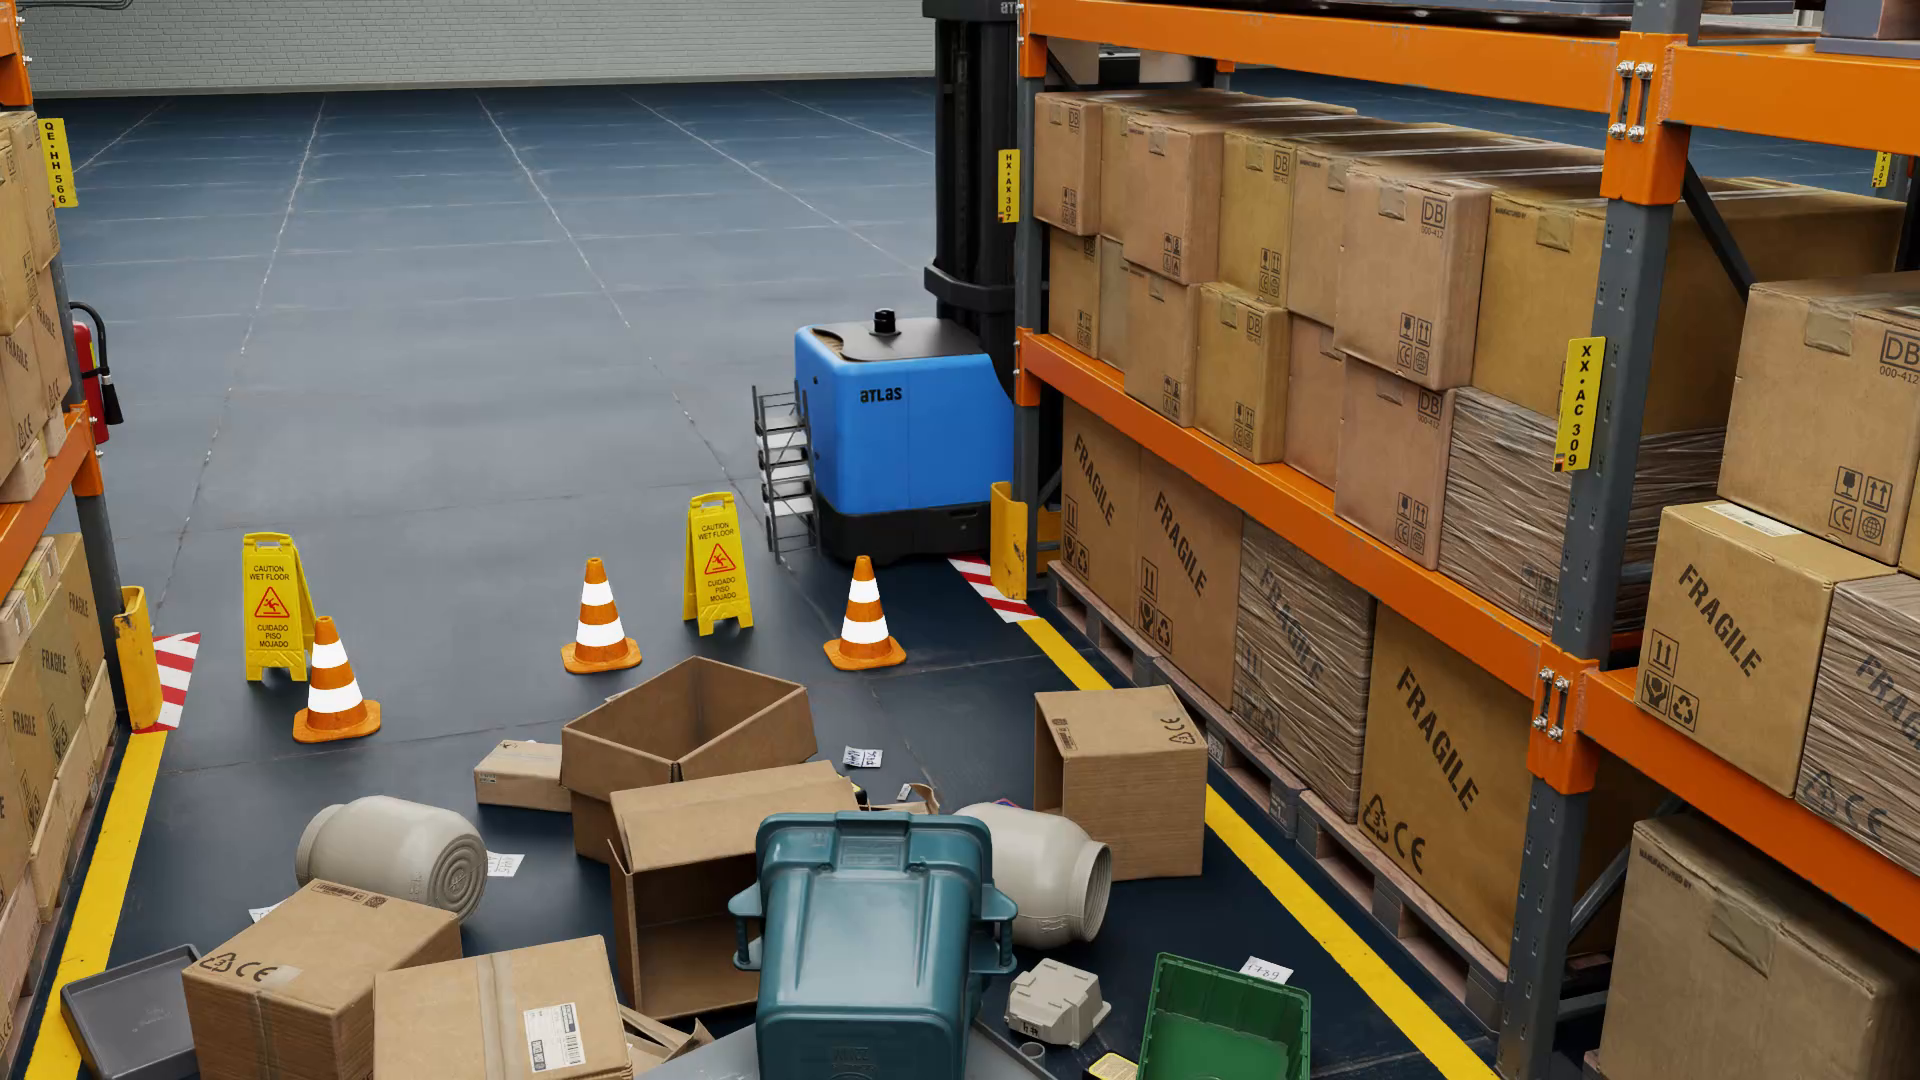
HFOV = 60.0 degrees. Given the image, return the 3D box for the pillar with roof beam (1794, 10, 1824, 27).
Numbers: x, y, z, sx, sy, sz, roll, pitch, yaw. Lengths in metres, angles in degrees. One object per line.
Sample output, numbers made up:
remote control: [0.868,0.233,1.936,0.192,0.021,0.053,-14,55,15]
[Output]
pillar with roof beam: [10.895,-11.305,27.077,9.100,9.000,0.400,-6,21,-17]

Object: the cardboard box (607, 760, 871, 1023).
cardboard box: [-0.659,1.042,5.071,0.797,0.637,0.503,-6,21,-17]

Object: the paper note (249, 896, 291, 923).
paper note: [-2.239,1.227,5.456,0.142,0.019,0.148,-15,25,-36]

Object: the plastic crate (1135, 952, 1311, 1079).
plastic crate: [0.710,1.442,4.540,0.450,0.188,0.662,13,22,7]

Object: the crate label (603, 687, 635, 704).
crate label: [-1.304,0.704,6.755,0.298,0.136,0.250,17,26,39]

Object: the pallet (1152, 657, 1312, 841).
pallet: [1.457,0.730,6.572,1.003,0.211,1.213,-6,21,-17]

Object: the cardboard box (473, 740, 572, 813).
cardboard box: [-1.587,0.884,6.235,0.380,0.149,0.250,4,20,11]

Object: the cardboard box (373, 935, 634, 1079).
cardboard box: [-0.979,1.242,3.600,0.500,0.500,0.500,-6,21,-17]

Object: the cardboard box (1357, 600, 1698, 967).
cardboard box: [1.877,0.655,5.177,0.875,0.875,0.875,-6,21,-16]

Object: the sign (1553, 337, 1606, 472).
sign: [1.482,-0.323,3.981,0.100,0.325,0.005,-6,21,-17]

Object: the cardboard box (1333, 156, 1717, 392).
cardboard box: [1.642,-0.803,4.895,0.875,0.550,0.550,-6,21,-17]

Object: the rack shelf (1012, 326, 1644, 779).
rack shelf: [1.380,-0.241,6.215,1.077,0.370,4.000,-6,21,-17]

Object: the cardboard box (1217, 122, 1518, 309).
cardboard box: [1.429,-1.160,5.890,0.875,0.550,0.500,-6,21,-17]

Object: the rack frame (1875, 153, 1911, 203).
rack frame: [5.492,-1.716,9.257,1.000,3.000,0.127,-6,21,-17]

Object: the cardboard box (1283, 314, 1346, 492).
cardboard box: [1.629,-0.486,5.609,0.875,0.550,0.550,-6,21,-17]

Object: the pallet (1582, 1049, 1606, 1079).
pallet: [2.322,1.614,4.111,1.003,0.211,1.213,-6,21,-17]

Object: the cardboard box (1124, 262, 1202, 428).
cardboard box: [1.161,-0.811,6.514,0.875,0.550,0.550,-6,21,-17]

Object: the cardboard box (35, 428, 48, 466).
cardboard box: [-3.350,-0.294,5.668,0.380,0.149,0.250,-7,21,-18]

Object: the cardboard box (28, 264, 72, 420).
cardboard box: [-3.484,-0.705,5.855,0.500,0.500,0.500,-7,21,-18]

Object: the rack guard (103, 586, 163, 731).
rack guard: [-3.892,0.538,6.680,1.175,0.500,0.348,-6,21,-17]

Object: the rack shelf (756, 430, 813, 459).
rack shelf: [-0.895,-0.482,8.472,0.258,0.077,0.200,-9,21,-15]

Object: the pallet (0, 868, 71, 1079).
pallet: [-3.291,1.329,4.905,1.003,0.211,1.213,-6,21,-17]

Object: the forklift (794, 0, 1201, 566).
forklift: [0.669,-1.529,8.837,3.031,2.935,1.130,-6,21,-17]

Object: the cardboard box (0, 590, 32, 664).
cardboard box: [-3.081,0.281,5.075,0.380,0.149,0.250,-5,20,-15]

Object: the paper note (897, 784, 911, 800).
paper note: [-0.208,0.948,6.261,0.032,0.001,0.123,4,20,11]

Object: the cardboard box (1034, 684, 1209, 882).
cardboard box: [0.546,0.848,5.812,0.500,0.500,0.500,-3,20,-8]

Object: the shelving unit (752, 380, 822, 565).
shelving unit: [-0.886,-0.345,8.524,0.258,0.900,0.210,-9,21,-15]

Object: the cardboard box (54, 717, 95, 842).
cardboard box: [-3.251,0.831,5.612,0.500,0.250,0.500,-6,21,-17]

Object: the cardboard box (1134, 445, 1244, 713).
cardboard box: [1.306,0.073,6.796,0.875,0.875,0.875,-7,21,-18]

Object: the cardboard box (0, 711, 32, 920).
cardboard box: [-2.929,0.809,4.564,0.500,0.500,0.500,-5,20,-14]

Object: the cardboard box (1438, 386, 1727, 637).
cardboard box: [1.881,-0.126,4.607,0.875,0.550,0.550,-6,21,-17]

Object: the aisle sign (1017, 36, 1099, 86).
aisle sign: [0.444,-2.436,7.415,0.394,0.787,0.004,-6,21,-17]

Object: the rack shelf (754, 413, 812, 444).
rack shelf: [-0.900,-0.566,8.440,0.258,0.077,0.200,-9,21,-15]

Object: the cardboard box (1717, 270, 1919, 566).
cardboard box: [2.170,-0.297,3.679,0.700,0.500,0.500,-7,21,-18]

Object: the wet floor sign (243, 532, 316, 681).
wet floor sign: [-2.960,0.270,7.210,0.267,0.644,0.232,1,20,2]

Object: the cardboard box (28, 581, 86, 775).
cardboard box: [-3.250,0.477,5.489,0.500,0.500,0.500,-6,21,-15]

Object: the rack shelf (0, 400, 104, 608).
rack shelf: [-3.288,0.317,4.660,1.077,0.370,4.000,-6,21,-17]

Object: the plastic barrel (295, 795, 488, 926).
plastic barrel: [-1.830,1.051,5.363,0.512,0.421,0.421,8,21,20]

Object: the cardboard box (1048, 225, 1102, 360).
cardboard box: [0.911,-1.178,7.537,0.875,0.550,0.550,-6,21,-17]

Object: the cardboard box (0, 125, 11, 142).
cardboard box: [-3.396,-1.017,5.243,0.700,0.500,0.500,-6,21,-17]

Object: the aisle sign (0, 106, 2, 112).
aisle sign: [-3.660,-1.937,6.027,0.394,0.787,0.004,-6,21,-17]

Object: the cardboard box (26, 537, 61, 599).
cardboard box: [-3.238,0.115,5.536,0.380,0.149,0.250,-6,21,-16]

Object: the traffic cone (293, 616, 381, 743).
traffic cone: [-2.556,0.532,6.752,0.336,0.463,0.334,-6,21,-17]

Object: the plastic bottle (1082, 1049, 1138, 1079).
plastic bottle: [0.489,1.517,4.603,0.283,0.061,0.133,17,26,39]

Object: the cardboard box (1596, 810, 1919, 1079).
cardboard box: [2.289,1.113,4.088,1.050,0.750,0.750,-6,21,-17]

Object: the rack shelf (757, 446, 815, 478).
rack shelf: [-0.890,-0.398,8.504,0.258,0.077,0.200,-9,21,-15]

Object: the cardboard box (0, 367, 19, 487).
cardboard box: [-3.177,-0.383,4.958,0.500,0.500,0.500,-6,21,-17]

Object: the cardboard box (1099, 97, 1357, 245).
cardboard box: [1.091,-1.510,6.865,0.875,0.550,0.550,-6,21,-17]

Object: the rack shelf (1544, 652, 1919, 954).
rack shelf: [2.637,1.042,2.641,1.077,0.370,4.000,-6,21,-17]

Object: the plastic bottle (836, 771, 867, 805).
plastic bottle: [-0.440,0.948,6.187,0.133,0.061,0.283,-15,25,-36]

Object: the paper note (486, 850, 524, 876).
paper note: [-1.605,1.120,5.770,0.148,0.019,0.142,1,20,2]

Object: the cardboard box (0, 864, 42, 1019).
cardboard box: [-2.936,1.159,4.699,0.500,0.250,0.500,-7,21,-18]

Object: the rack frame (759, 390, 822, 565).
rack frame: [-0.857,-0.312,8.432,0.240,0.900,0.006,-9,21,-15]

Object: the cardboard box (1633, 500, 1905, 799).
cardboard box: [1.918,0.212,3.740,0.500,0.500,0.500,-6,21,-17]

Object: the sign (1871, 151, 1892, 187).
sign: [4.976,-2.066,8.950,0.100,0.325,0.005,-6,21,-17]

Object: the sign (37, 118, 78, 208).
sign: [-3.383,-1.409,6.223,0.100,0.325,0.005,-6,21,-17]

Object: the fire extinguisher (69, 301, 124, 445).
fire extinguisher: [-3.515,-0.712,6.577,0.296,0.674,0.183,-6,21,-17]

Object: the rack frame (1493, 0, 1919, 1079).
rack frame: [2.008,0.062,4.306,1.000,3.000,0.127,-6,21,-17]
